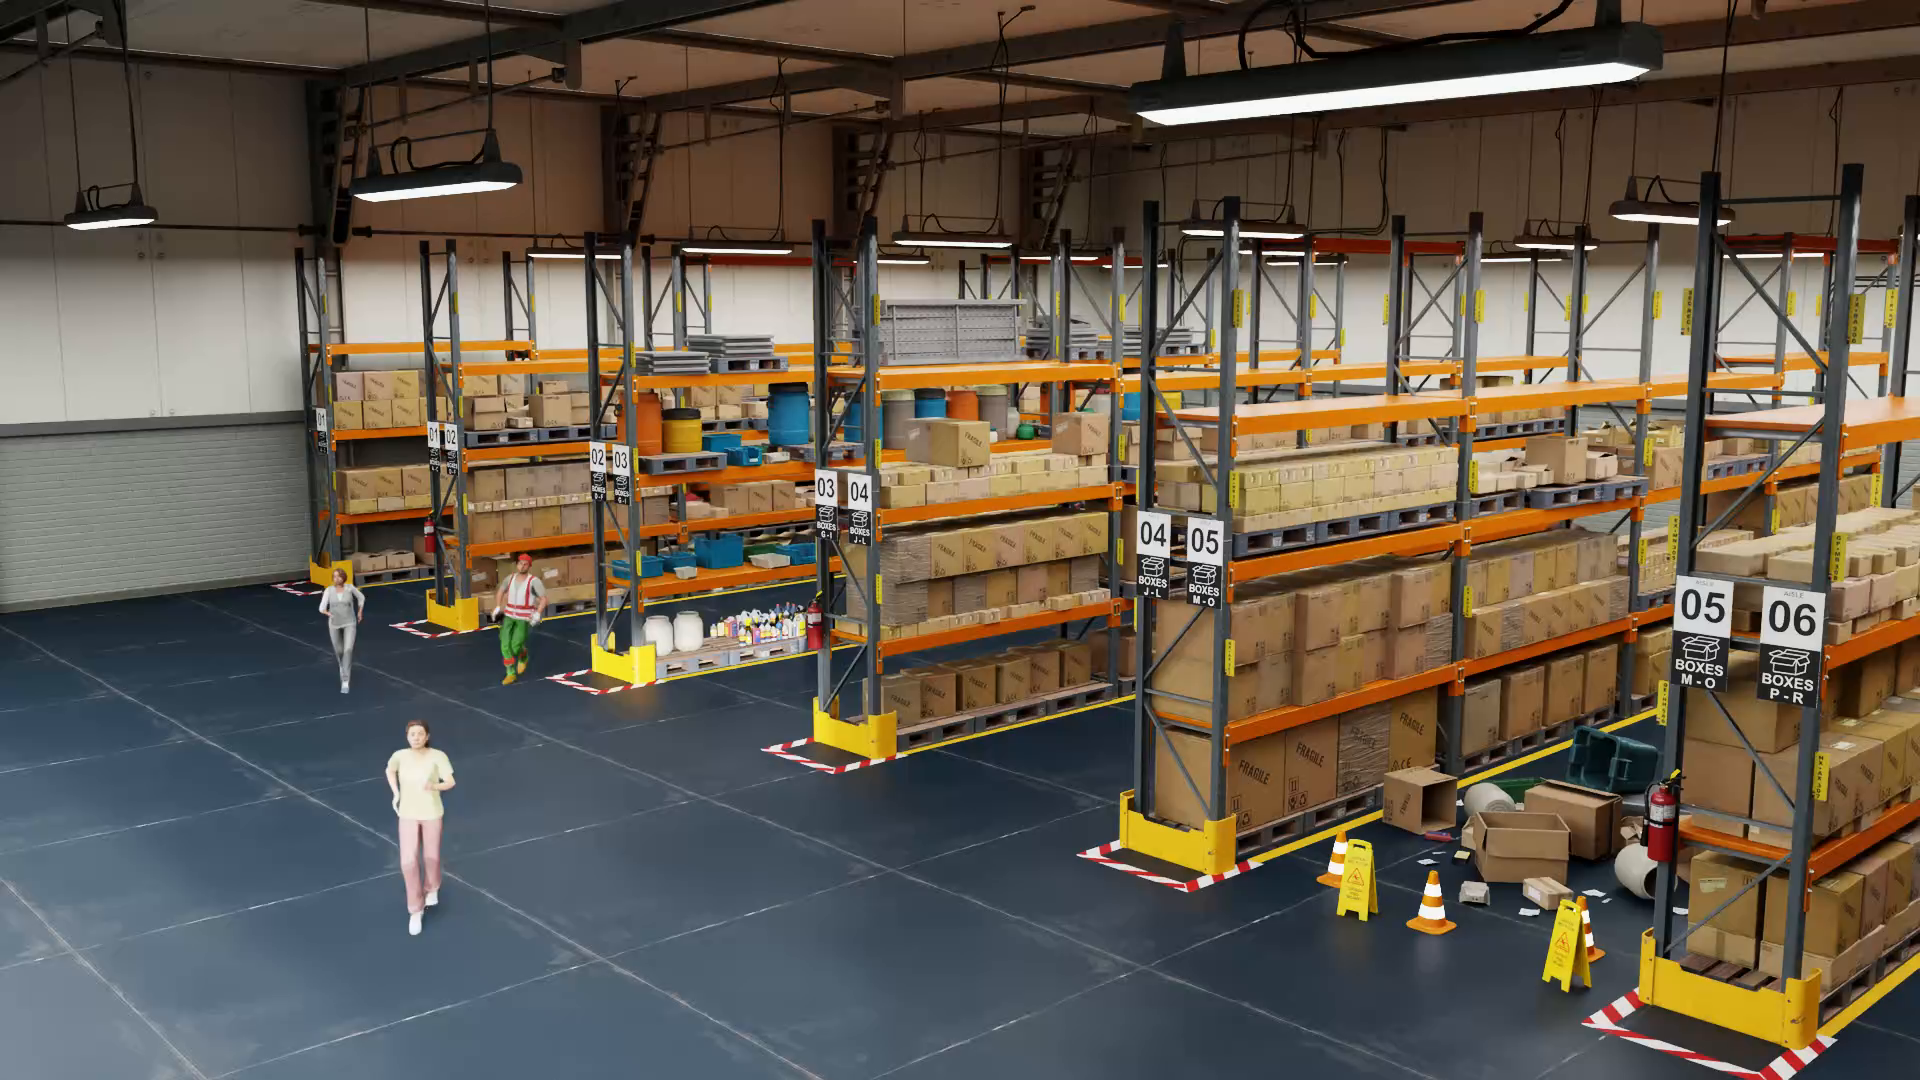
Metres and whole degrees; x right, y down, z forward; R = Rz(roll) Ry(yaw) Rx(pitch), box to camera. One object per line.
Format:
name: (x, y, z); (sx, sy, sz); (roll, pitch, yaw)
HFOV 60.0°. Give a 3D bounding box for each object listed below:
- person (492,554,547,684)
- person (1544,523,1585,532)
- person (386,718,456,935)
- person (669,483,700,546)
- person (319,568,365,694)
person: (-5.929, 1.053, 22.348); (0.717, 1.733, 0.542); (2, 9, 12)
person: (9.576, 0.390, 26.465); (0.701, 1.808, 0.985); (6, 10, 37)
person: (-4.466, 2.322, 13.802); (0.563, 1.719, 0.742); (-2, 9, -14)
person: (-5.153, -0.277, 31.233); (0.983, 1.706, 0.667); (-8, 12, -44)
person: (-8.172, 1.157, 22.015); (0.552, 1.600, 0.894); (-2, 9, -13)
